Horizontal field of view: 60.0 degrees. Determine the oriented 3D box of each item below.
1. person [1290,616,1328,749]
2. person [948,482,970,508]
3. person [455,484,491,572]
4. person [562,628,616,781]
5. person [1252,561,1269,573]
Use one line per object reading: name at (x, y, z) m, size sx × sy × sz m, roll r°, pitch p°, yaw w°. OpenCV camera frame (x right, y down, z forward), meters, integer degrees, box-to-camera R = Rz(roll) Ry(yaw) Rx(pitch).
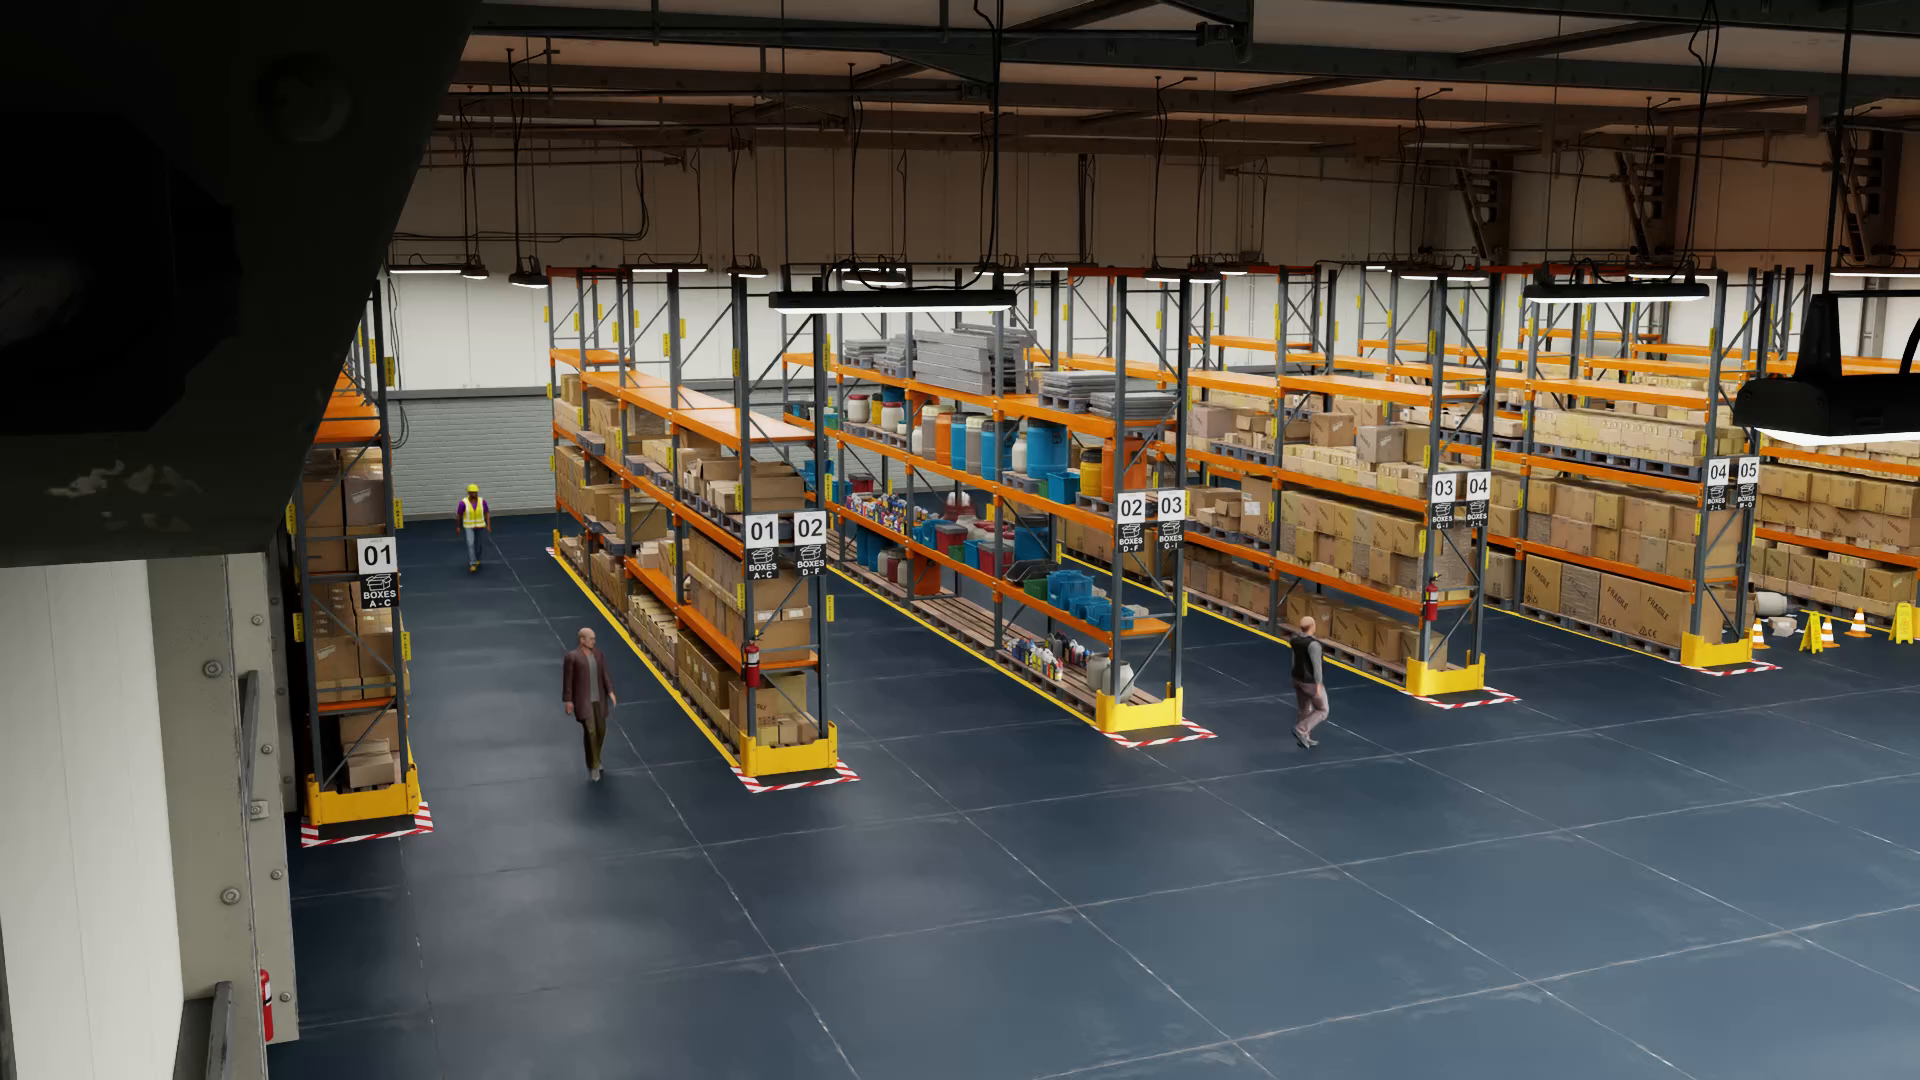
person at (4.398, 1.816, 21.185) m, size 0.553 × 1.713 × 0.552 m, roll -5°, pitch 11°, yaw -28°
person at (-0.018, -0.403, 34.123) m, size 0.513 × 1.665 × 0.468 m, roll 4°, pitch 11°, yaw 24°
person at (-9.666, -0.260, 33.065) m, size 0.650 × 1.698 × 1.092 m, roll -5°, pitch 11°, yaw -26°
person at (-4.460, 2.004, 20.244) m, size 0.597 × 1.851 × 0.614 m, roll 9°, pitch 13°, yaw 41°
person at (5.884, -0.087, 32.440) m, size 0.541 × 1.646 × 0.513 m, roll -2°, pitch 10°, yaw -14°
